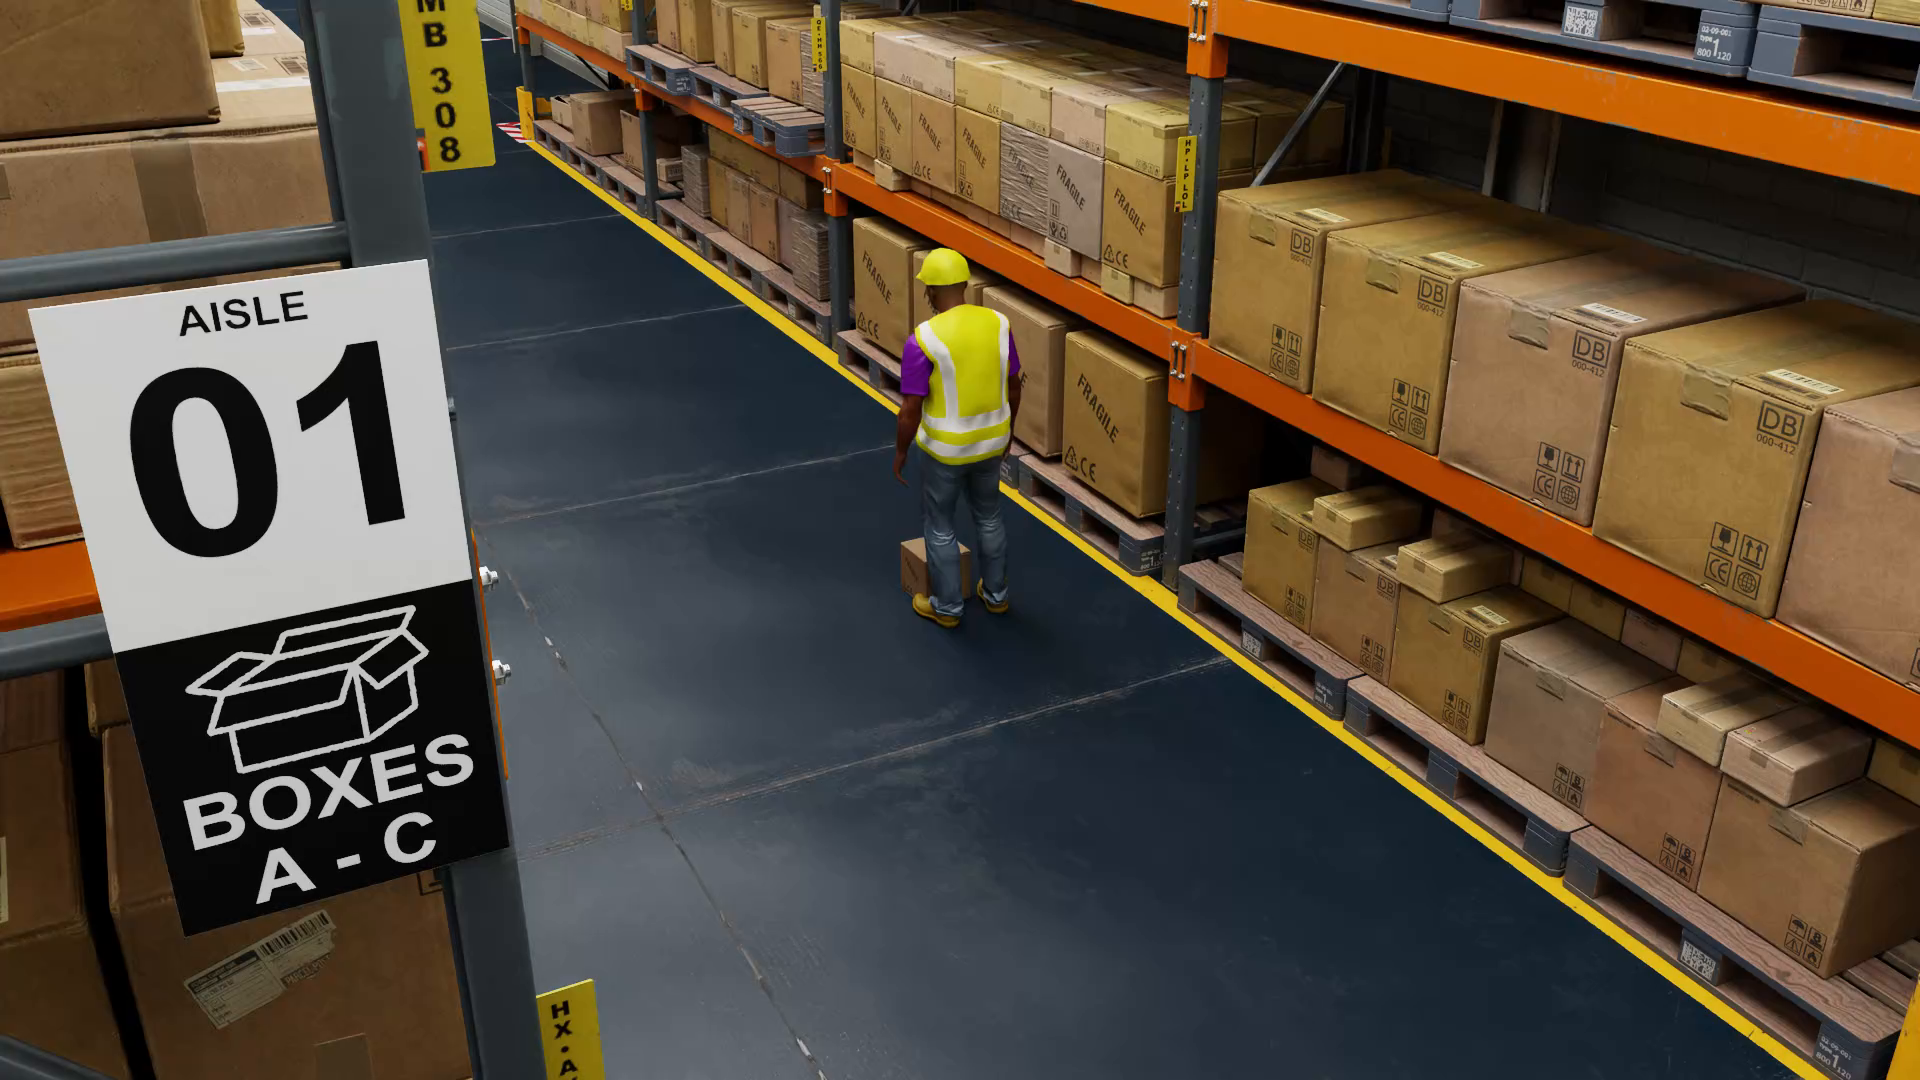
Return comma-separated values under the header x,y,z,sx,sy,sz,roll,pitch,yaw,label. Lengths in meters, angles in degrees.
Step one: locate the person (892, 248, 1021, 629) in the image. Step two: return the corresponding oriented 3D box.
x,y,z,sx,sy,sz,roll,pitch,yaw,label
-0.014,-0.452,7.540,0.636,1.761,0.451,-14,29,-27,person
